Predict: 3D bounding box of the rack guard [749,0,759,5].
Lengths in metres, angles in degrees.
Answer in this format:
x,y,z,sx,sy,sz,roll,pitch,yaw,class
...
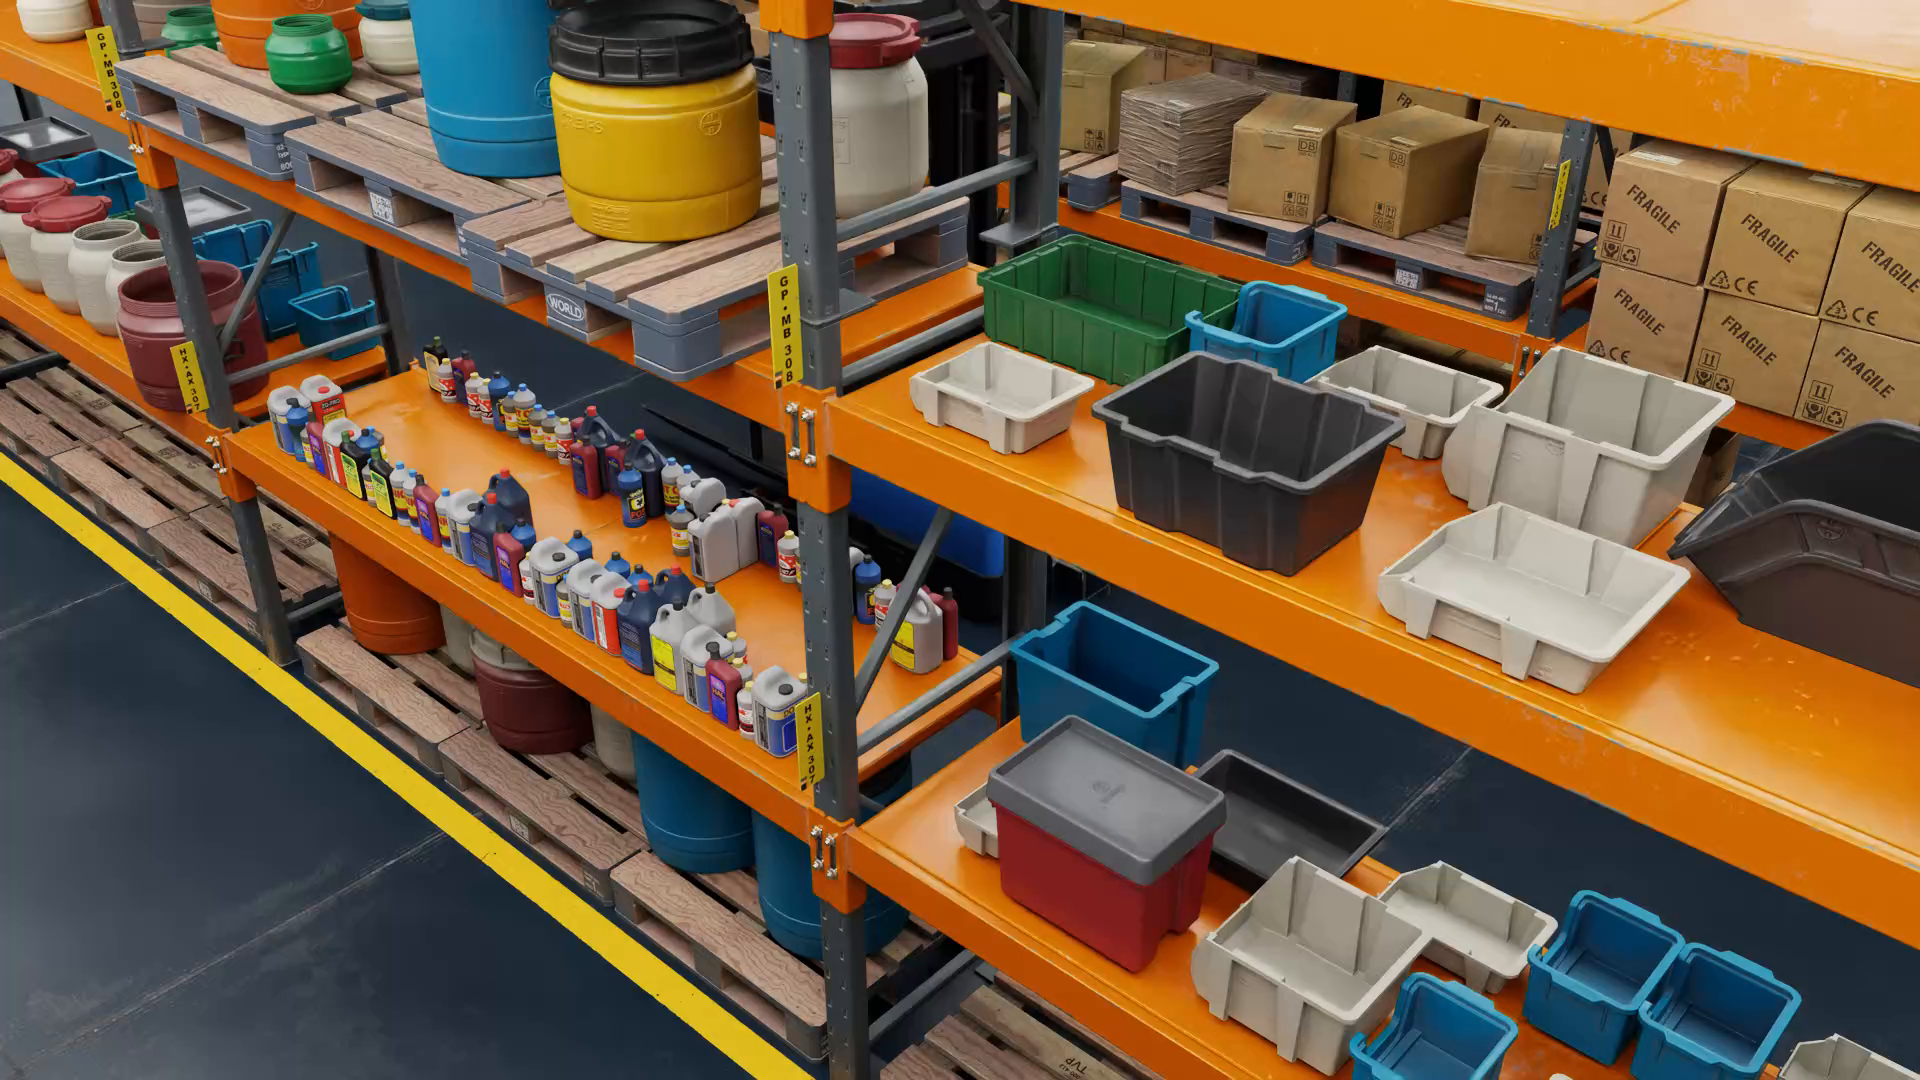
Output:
x,y,z,sx,sy,sz,roll,pitch,yaw,class
-2.278,-6.320,19.264,0.348,0.500,1.175,25,39,35,rack guard

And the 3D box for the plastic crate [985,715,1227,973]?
x,y,z,sx,sy,sz,roll,pitch,yaw,class
0.409,0.876,4.767,0.583,0.464,0.402,25,39,35,plastic crate

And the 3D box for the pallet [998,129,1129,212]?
x,y,z,sx,sy,sz,roll,pitch,yaw,class
0.826,-2.463,10.620,1.003,0.211,1.213,25,39,35,pallet

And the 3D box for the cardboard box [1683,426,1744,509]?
x,y,z,sx,sy,sz,roll,pitch,yaw,class
3.855,-0.398,9.000,0.500,0.500,0.500,25,39,35,cardboard box

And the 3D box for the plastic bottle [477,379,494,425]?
x,y,z,sx,sy,sz,roll,pitch,yaw,class
-2.148,-0.638,7.594,0.097,0.201,0.097,0,31,0,plastic bottle

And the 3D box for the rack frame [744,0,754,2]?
x,y,z,sx,sy,sz,roll,pitch,yaw,class
-2.334,-7.418,18.663,0.127,3.000,1.000,25,39,35,rack frame

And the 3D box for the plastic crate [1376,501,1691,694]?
x,y,z,sx,sy,sz,roll,pitch,yaw,class
1.182,0.116,3.497,0.530,0.136,0.437,25,39,35,plastic crate

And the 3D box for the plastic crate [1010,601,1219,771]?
x,y,z,sx,sy,sz,roll,pitch,yaw,class
0.490,0.536,5.408,0.575,0.384,0.392,25,39,35,plastic crate

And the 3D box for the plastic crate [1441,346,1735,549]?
x,y,z,sx,sy,sz,roll,pitch,yaw,class
1.445,-0.211,3.899,0.530,0.282,0.437,25,39,35,plastic crate

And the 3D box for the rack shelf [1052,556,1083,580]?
x,y,z,sx,sy,sz,roll,pitch,yaw,class
0.636,0.092,8.638,0.200,0.077,0.258,25,39,35,rack shelf

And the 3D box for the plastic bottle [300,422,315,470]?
x,y,z,sx,sy,sz,roll,pitch,yaw,class
-2.807,-0.418,7.228,0.097,0.201,0.097,0,31,0,plastic bottle

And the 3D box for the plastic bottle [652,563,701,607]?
x,y,z,sx,sy,sz,roll,pitch,yaw,class
-1.026,0.233,6.003,0.185,0.351,0.144,25,39,35,plastic bottle

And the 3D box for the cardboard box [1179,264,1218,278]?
x,y,z,sx,sy,sz,roll,pitch,yaw,class
1.510,-1.458,10.760,0.500,0.500,0.500,23,38,33,cardboard box

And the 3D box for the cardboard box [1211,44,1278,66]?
x,y,z,sx,sy,sz,roll,pitch,yaw,class
2.648,-4.538,15.150,0.500,0.250,0.500,26,40,36,cardboard box

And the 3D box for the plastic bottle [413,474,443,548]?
x,y,z,sx,sy,sz,roll,pitch,yaw,class
-2.121,-0.120,6.654,0.133,0.283,0.061,25,39,35,plastic bottle

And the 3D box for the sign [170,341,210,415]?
x,y,z,sx,sy,sz,roll,pitch,yaw,class
-3.415,-0.718,7.375,0.005,0.325,0.100,25,39,35,sign

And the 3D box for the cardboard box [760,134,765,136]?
x,y,z,sx,sy,sz,roll,pitch,yaw,class
-1.807,-3.172,13.325,0.500,0.311,0.500,26,40,36,cardboard box

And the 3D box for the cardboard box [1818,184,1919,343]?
x,y,z,sx,sy,sz,roll,pitch,yaw,class
4.166,-1.213,7.290,0.500,0.500,0.500,24,38,34,cardboard box

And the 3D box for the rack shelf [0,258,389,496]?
x,y,z,sx,sy,sz,roll,pitch,yaw,class
-4.533,-1.244,9.106,4.000,0.370,1.077,25,39,35,rack shelf

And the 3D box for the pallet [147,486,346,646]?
x,y,z,sx,sy,sz,roll,pitch,yaw,class
-3.599,0.051,8.960,1.213,0.211,1.003,25,39,35,pallet

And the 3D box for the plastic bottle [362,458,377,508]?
x,y,z,sx,sy,sz,roll,pitch,yaw,class
-2.437,-0.245,6.941,0.097,0.201,0.097,0,31,0,plastic bottle

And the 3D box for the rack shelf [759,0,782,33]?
x,y,z,sx,sy,sz,roll,pitch,yaw,class
-1.568,-2.259,5.363,4.000,0.370,1.077,25,39,35,rack shelf

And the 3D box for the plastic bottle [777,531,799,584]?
x,y,z,sx,sy,sz,roll,pitch,yaw,class
-0.656,0.058,6.437,0.097,0.201,0.097,0,31,0,plastic bottle

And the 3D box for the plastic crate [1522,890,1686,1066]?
x,y,z,sx,sy,sz,roll,pitch,yaw,class
1.720,1.183,4.480,0.300,0.233,0.416,25,39,35,plastic crate

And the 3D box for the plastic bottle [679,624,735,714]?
x,y,z,sx,sy,sz,roll,pitch,yaw,class
-0.865,0.438,5.735,0.135,0.276,0.152,25,39,35,plastic bottle

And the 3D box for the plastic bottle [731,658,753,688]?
x,y,z,sx,sy,sz,roll,pitch,yaw,class
-0.756,0.497,5.709,0.097,0.201,0.097,0,31,0,plastic bottle

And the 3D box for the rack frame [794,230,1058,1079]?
x,y,z,sx,sy,sz,roll,pitch,yaw,class
-0.085,0.524,5.471,0.127,3.000,1.000,25,39,35,rack frame

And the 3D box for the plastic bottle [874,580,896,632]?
x,y,z,sx,sy,sz,roll,pitch,yaw,class
-0.267,0.240,6.136,0.097,0.201,0.097,0,31,0,plastic bottle

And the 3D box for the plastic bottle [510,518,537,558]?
x,y,z,sx,sy,sz,roll,pitch,yaw,class
-1.673,0.039,6.401,0.097,0.271,0.097,0,31,0,plastic bottle

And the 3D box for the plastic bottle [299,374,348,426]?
x,y,z,sx,sy,sz,roll,pitch,yaw,class
-2.845,-0.592,7.446,0.135,0.276,0.152,25,39,35,plastic bottle

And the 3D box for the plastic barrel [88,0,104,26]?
x,y,z,sx,sy,sz,roll,pitch,yaw,class
-3.999,-2.923,7.873,0.708,0.830,0.600,25,39,35,plastic barrel

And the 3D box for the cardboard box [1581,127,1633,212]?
x,y,z,sx,sy,sz,roll,pitch,yaw,class
5.333,-3.005,13.011,0.750,0.750,0.750,26,40,36,cardboard box

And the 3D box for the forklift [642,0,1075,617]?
x,y,z,sx,sy,sz,roll,pitch,yaw,class
-0.604,-1.501,8.902,3.031,2.935,1.130,25,39,35,forklift

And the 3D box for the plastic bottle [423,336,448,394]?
x,y,z,sx,sy,sz,roll,pitch,yaw,class
-2.464,-0.834,7.840,0.133,0.283,0.061,25,39,35,plastic bottle

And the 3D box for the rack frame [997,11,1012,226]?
x,y,z,sx,sy,sz,roll,pitch,yaw,class
0.276,-2.753,10.915,0.127,3.000,1.000,25,39,35,rack frame

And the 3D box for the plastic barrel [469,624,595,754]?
x,y,z,sx,sy,sz,roll,pitch,yaw,class
-1.839,0.546,7.365,0.708,0.588,0.600,25,39,35,plastic barrel

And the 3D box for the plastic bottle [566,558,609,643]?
x,y,z,sx,sy,sz,roll,pitch,yaw,class
-1.339,0.217,6.102,0.135,0.276,0.152,25,39,35,plastic bottle

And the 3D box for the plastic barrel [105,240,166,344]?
x,y,z,sx,sy,sz,roll,pitch,yaw,class
-3.957,-1.183,8.198,0.421,0.512,0.421,0,31,0,plastic barrel

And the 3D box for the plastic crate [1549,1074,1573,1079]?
x,y,z,sx,sy,sz,roll,pitch,yaw,class
1.495,1.494,4.057,0.250,0.136,0.298,25,39,35,plastic crate

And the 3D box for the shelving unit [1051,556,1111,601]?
x,y,z,sx,sy,sz,roll,pitch,yaw,class
0.636,-0.090,8.528,0.210,0.900,0.258,25,39,35,shelving unit

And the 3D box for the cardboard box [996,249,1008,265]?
x,y,z,sx,sy,sz,roll,pitch,yaw,class
0.422,-1.604,11.003,0.500,0.500,0.500,27,40,37,cardboard box

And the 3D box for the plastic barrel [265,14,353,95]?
x,y,z,sx,sy,sz,roll,pitch,yaw,class
-2.419,-1.804,6.174,0.294,0.245,0.294,0,31,0,plastic barrel

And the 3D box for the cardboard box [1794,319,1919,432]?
x,y,z,sx,sy,sz,roll,pitch,yaw,class
4.188,-0.781,7.542,0.500,0.500,0.500,25,39,35,cardboard box

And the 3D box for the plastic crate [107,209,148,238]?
x,y,z,sx,sy,sz,roll,pitch,yaw,class
-4.536,-1.659,9.303,0.662,0.188,0.450,25,39,35,plastic crate

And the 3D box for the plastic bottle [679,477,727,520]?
x,y,z,sx,sy,sz,roll,pitch,yaw,class
-1.031,-0.130,6.677,0.135,0.276,0.152,25,39,35,plastic bottle

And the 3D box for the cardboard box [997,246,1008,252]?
x,y,z,sx,sy,sz,roll,pitch,yaw,class
0.085,-2.049,12.004,0.500,0.250,0.500,25,39,35,cardboard box

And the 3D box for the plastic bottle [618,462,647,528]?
x,y,z,sx,sy,sz,roll,pitch,yaw,class
-1.340,-0.190,6.783,0.097,0.271,0.097,0,31,0,plastic bottle

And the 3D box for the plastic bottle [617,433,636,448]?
x,y,z,sx,sy,sz,roll,pitch,yaw,class
-1.381,-0.328,7.000,0.133,0.283,0.061,25,39,35,plastic bottle

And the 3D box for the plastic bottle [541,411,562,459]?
x,y,z,sx,sy,sz,roll,pitch,yaw,class
-1.787,-0.470,7.314,0.097,0.201,0.097,0,31,0,plastic bottle

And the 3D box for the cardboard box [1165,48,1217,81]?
x,y,z,sx,sy,sz,roll,pitch,yaw,class
2.337,-4.380,15.614,0.500,0.500,0.700,25,39,35,cardboard box

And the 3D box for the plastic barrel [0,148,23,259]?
x,y,z,sx,sy,sz,roll,pitch,yaw,class
-5.454,-1.888,9.346,0.433,0.535,0.433,0,31,0,plastic barrel

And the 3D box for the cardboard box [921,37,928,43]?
x,y,z,sx,sy,sz,roll,pitch,yaw,class
-0.165,-5.495,17.466,0.500,0.500,0.500,22,37,32,cardboard box

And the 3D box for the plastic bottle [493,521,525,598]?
x,y,z,sx,sy,sz,roll,pitch,yaw,class
-1.713,0.071,6.337,0.133,0.283,0.061,25,39,35,plastic bottle

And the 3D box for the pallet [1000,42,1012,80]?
x,y,z,sx,sy,sz,roll,pitch,yaw,class
0.110,-5.058,17.446,1.213,0.211,1.003,25,39,35,pallet

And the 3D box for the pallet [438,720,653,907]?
x,y,z,sx,sy,sz,roll,pitch,yaw,class
-1.538,1.013,7.362,1.213,0.211,1.003,25,39,35,pallet

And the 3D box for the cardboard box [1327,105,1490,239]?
x,y,z,sx,sy,sz,roll,pitch,yaw,class
2.488,-2.055,9.251,0.700,0.500,0.500,-22,38,-32,cardboard box
